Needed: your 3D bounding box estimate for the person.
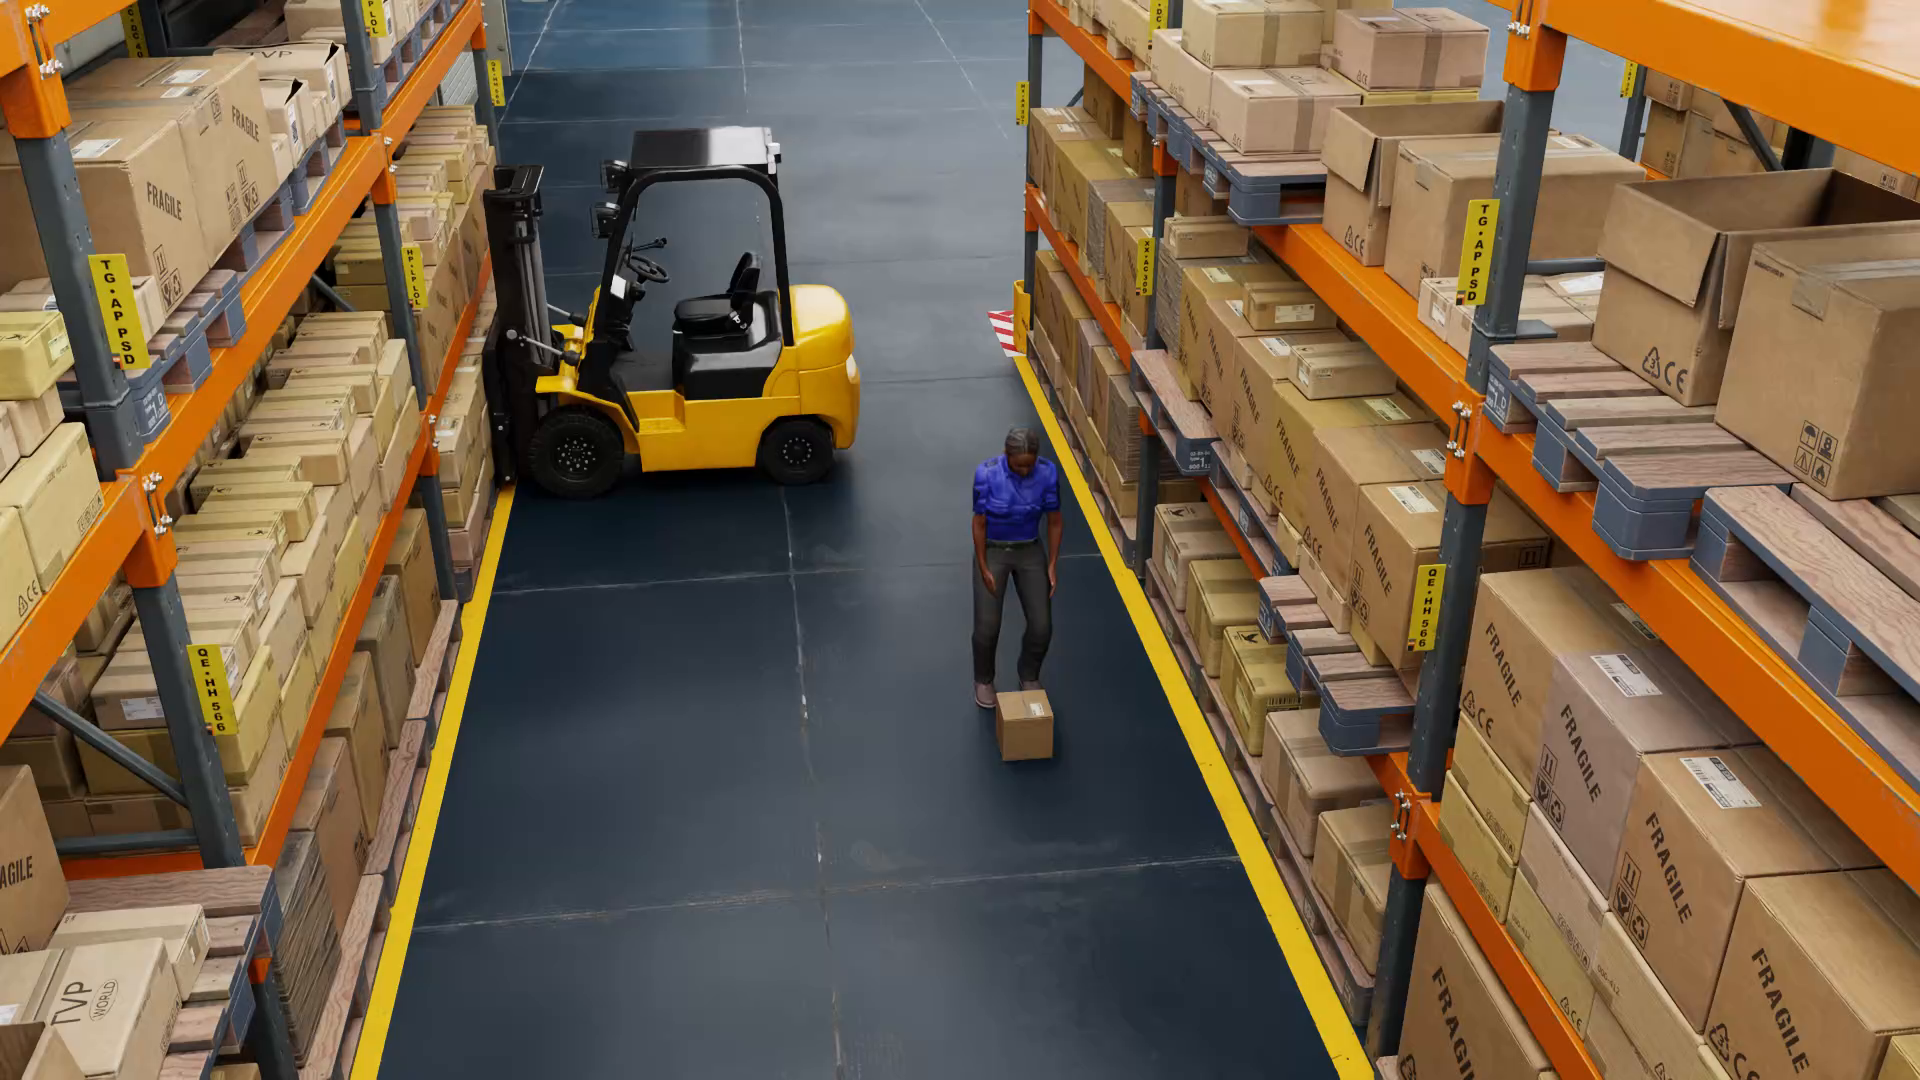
[{"bbox_3d":[0.288,0.120,8.484,0.465,1.588,0.411,-3,27,-6],"label":"person"}]
